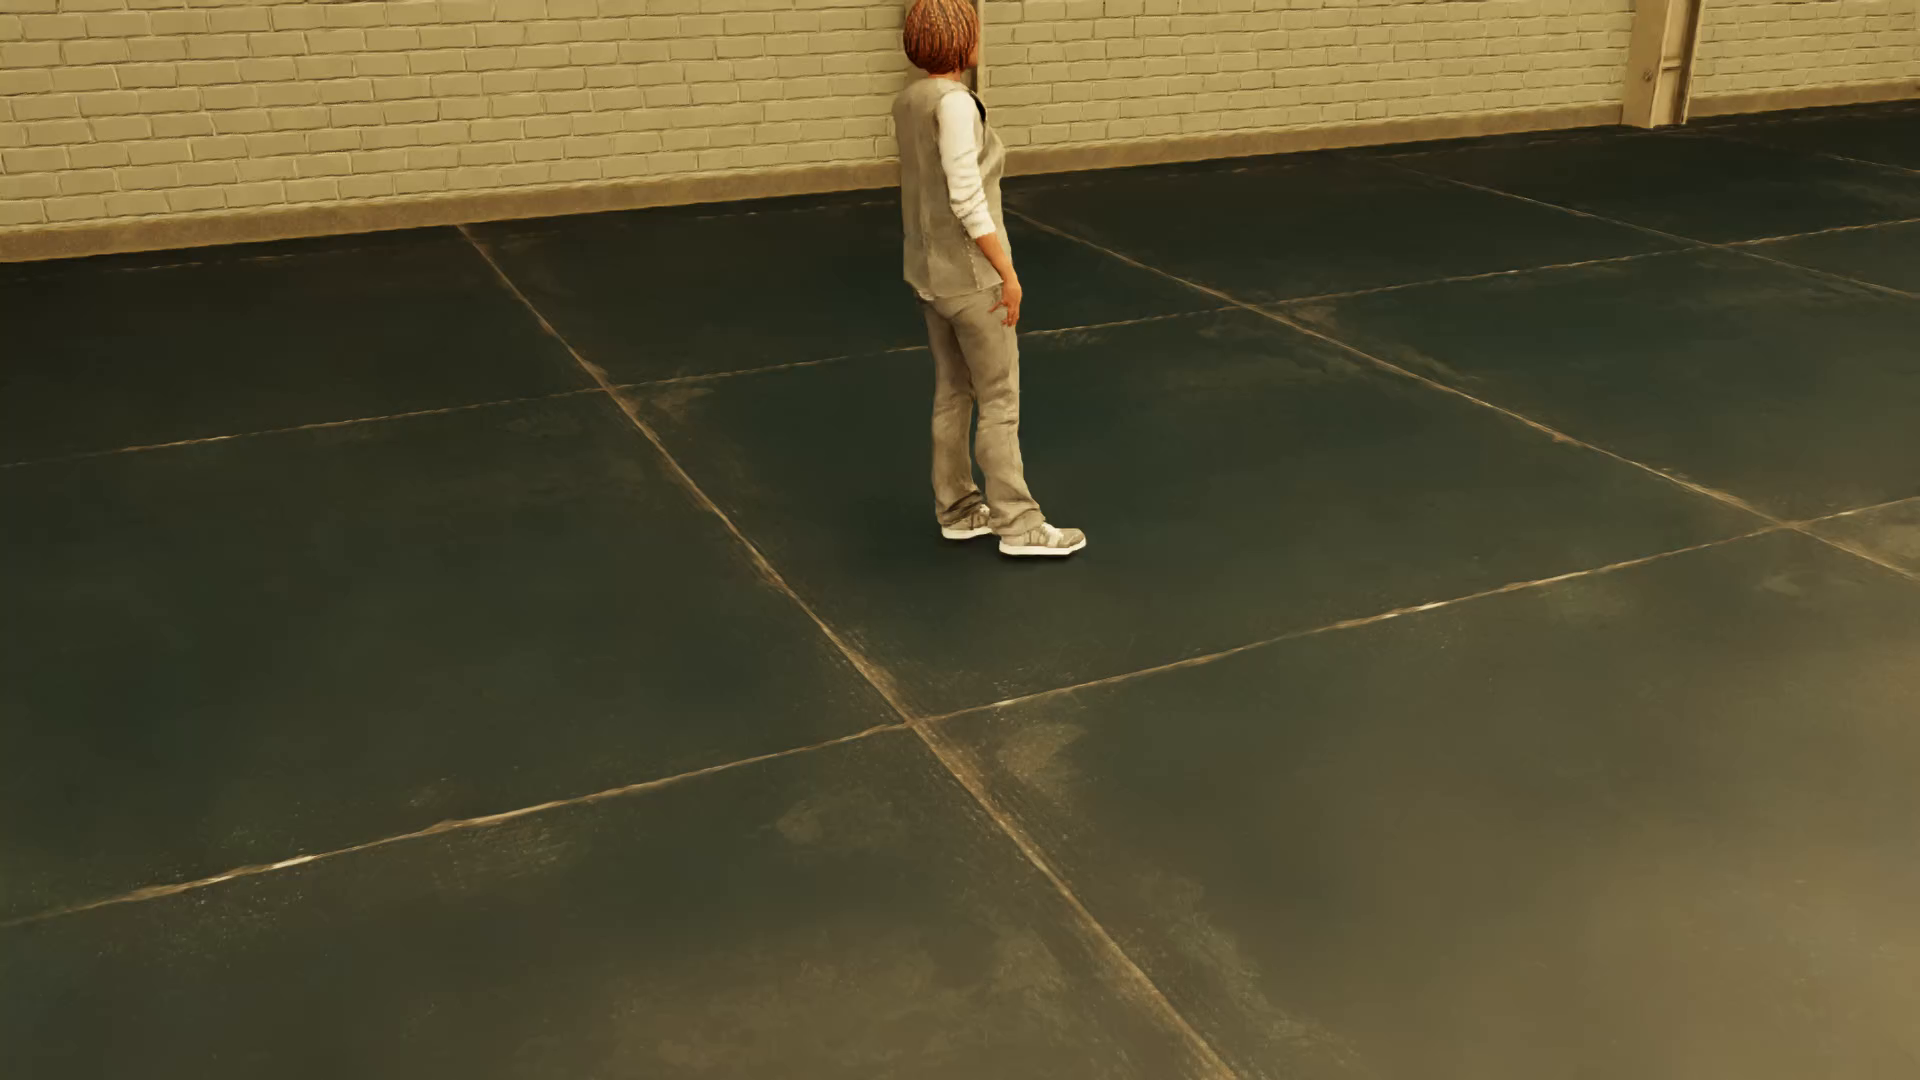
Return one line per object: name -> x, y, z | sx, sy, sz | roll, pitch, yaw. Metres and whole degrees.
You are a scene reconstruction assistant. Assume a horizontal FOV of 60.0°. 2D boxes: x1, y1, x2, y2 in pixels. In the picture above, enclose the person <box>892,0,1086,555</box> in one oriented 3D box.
person -> 0.073, -0.751, 4.815 | 0.474, 1.597, 0.521 | -10, 25, -23
